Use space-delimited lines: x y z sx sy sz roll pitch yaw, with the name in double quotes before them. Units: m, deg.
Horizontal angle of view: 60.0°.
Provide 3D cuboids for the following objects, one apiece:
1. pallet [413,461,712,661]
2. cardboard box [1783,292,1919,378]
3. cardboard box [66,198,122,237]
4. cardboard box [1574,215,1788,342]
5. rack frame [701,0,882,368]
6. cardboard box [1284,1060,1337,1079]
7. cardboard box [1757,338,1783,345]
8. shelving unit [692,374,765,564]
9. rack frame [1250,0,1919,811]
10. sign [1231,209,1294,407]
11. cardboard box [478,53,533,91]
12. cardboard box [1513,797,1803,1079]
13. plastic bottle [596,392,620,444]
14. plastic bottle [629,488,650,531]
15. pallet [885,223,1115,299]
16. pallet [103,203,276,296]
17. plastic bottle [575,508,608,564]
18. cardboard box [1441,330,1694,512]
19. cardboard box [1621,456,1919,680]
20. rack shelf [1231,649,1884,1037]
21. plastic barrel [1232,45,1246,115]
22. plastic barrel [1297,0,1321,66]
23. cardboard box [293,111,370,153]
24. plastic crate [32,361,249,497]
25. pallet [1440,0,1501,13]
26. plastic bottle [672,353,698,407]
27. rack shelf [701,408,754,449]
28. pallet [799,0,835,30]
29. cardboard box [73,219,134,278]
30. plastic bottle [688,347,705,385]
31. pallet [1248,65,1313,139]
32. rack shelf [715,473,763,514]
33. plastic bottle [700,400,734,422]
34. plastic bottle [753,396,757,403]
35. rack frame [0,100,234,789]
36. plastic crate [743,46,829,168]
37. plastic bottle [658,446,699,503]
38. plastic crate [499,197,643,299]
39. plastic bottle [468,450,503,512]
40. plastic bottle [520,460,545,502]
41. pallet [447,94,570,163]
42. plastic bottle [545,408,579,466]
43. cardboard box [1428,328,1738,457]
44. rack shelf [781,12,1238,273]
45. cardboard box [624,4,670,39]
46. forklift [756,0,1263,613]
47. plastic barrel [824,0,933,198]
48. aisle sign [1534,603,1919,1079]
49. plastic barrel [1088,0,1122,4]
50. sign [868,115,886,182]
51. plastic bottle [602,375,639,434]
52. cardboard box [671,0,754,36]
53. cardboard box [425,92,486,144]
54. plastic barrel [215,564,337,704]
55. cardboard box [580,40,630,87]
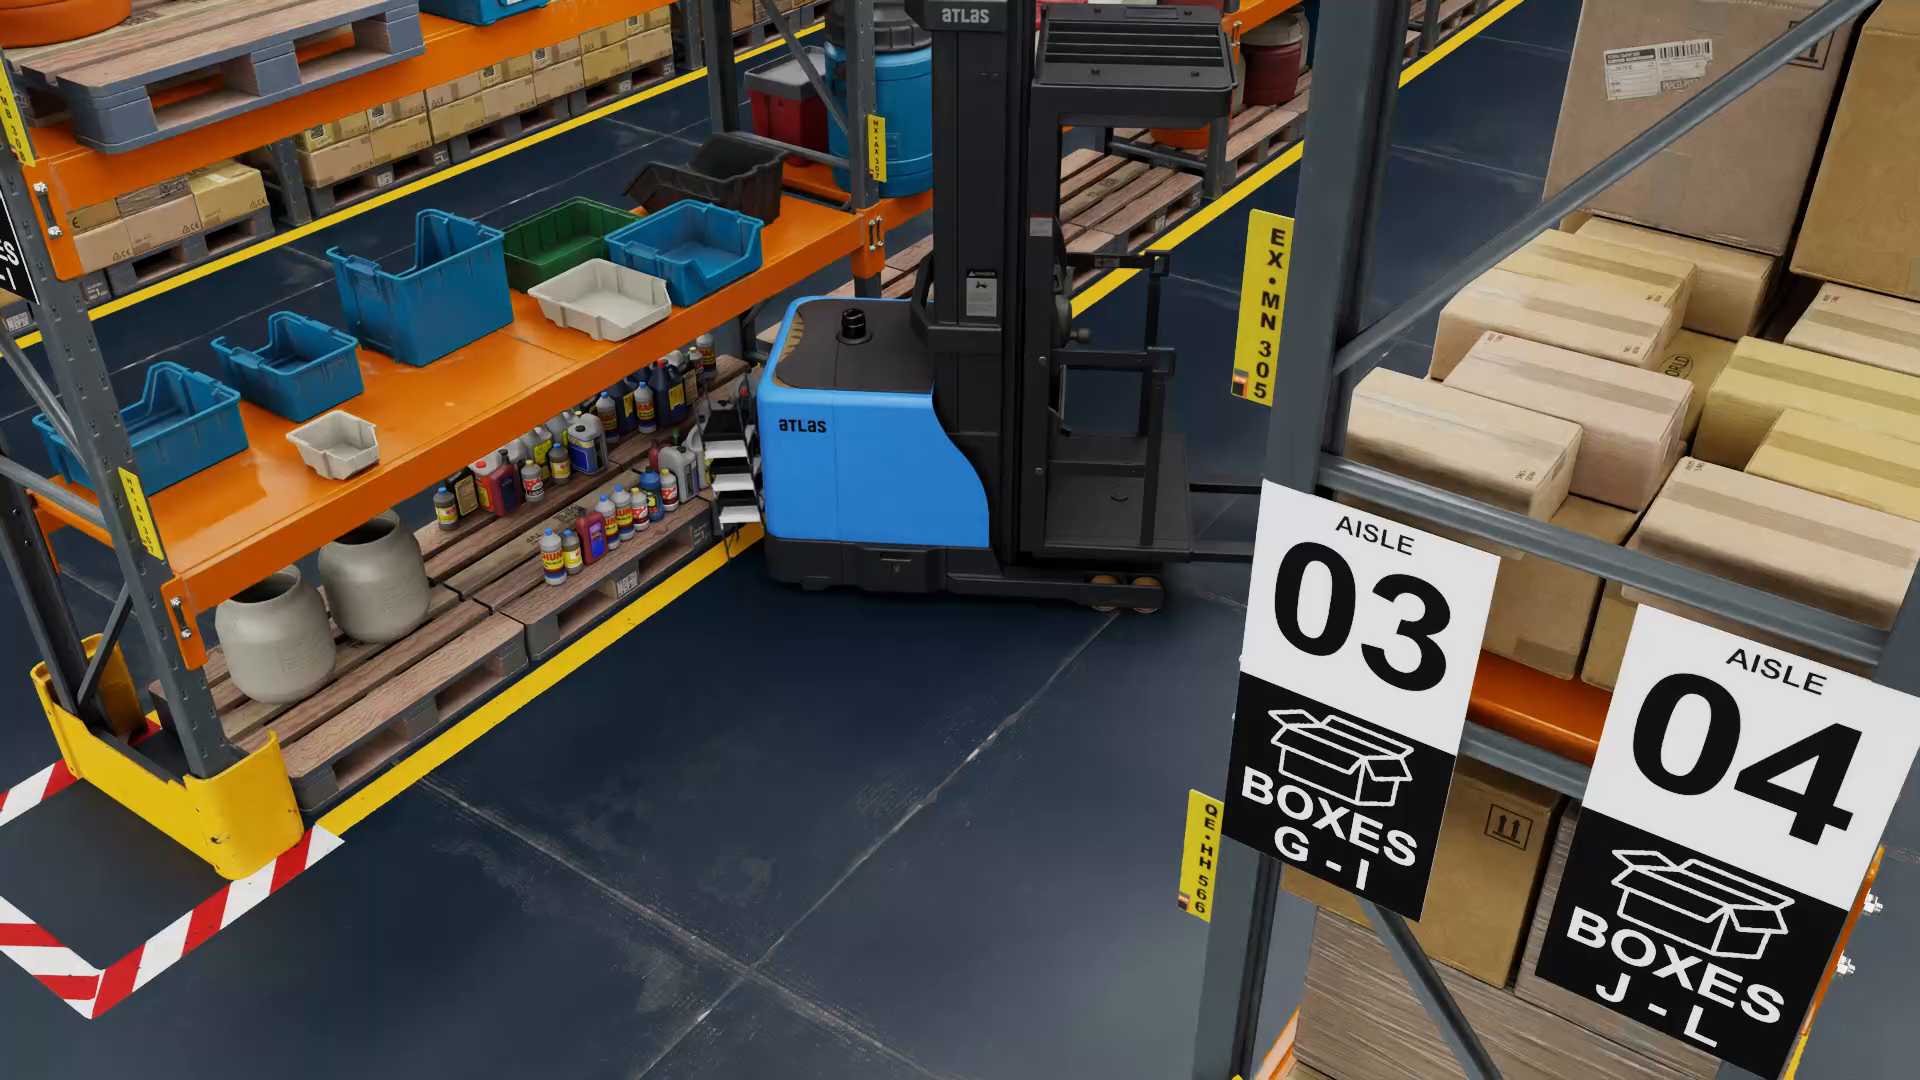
"pallet" -1.965 0.026 8.023 1.003 0.211 1.213 21 39 28
"cardboard box" 1.766 -0.311 3.132 0.380 0.149 0.250 23 40 30
"cardboard box" -5.581 -2.177 10.202 0.500 0.500 0.500 21 39 28
"cardboard box" 1.515 -0.579 3.529 0.380 0.149 0.250 22 40 29
"rack frame" -0.853 -1.988 8.513 1.000 3.000 0.127 21 39 28
"cardboard box" 0.928 1.341 3.813 0.380 0.149 0.250 21 39 28
"cardboard box" 1.712 -0.125 3.213 0.500 0.250 0.500 20 39 27
"shelving unit" -1.059 -0.329 7.917 0.210 0.900 0.258 -3 34 7
"rack frame" 0.935 -1.051 1.771 1.000 3.000 0.127 21 39 28
"sign" 0.491 -0.361 2.639 0.100 0.325 0.005 21 39 28
"cardboard box" -3.604 -3.658 12.561 0.500 0.311 0.500 22 40 29
"cardboard box" 1.473 0.689 3.305 0.500 0.500 0.500 21 39 28
"plastic bottle" -1.815 -0.635 8.554 0.097 0.271 0.097 0 34 0
"plastic bottle" -1.535 -0.155 7.907 0.097 0.201 0.097 0 34 0
"pallet" 0.258 -1.771 10.680 1.003 0.211 1.213 21 39 28
"pallet" -5.408 -2.065 11.115 1.003 0.211 1.213 21 39 28
"plastic bottle" -1.700 -0.038 7.660 0.061 0.283 0.133 22 40 29
"cardboard box" 1.082 -0.221 2.999 0.380 0.149 0.250 20 39 27
"cardboard box" 1.282 0.036 2.620 0.380 0.149 0.250 21 39 28
"rack shelf" 2.076 -0.431 4.174 1.077 0.370 4.000 21 39 28
"plastic barrel" 1.942 -3.492 12.582 0.421 0.512 0.421 0 34 0
"plastic barrel" 2.981 -4.404 13.583 0.600 0.901 0.708 21 39 28
"cardboard box" -4.480 -2.950 11.514 0.500 0.311 0.500 21 40 28
"plastic crate" -3.094 -0.412 6.314 0.499 0.251 0.616 21 39 28
"pallet" 4.791 -5.430 16.090 1.003 0.211 1.213 21 39 28
"plastic bottle" -1.469 -0.848 8.858 0.061 0.283 0.133 21 39 28
"rack shelf" -1.085 -0.525 7.787 0.200 0.077 0.258 -3 34 7
"pallet" -1.486 -5.149 15.675 1.003 0.211 1.213 21 39 28
"cardboard box" -5.571 -1.862 10.406 0.500 0.250 0.500 21 39 28
"plastic bottle" -1.452 -0.958 9.094 0.097 0.201 0.097 0 34 0
"pallet" 2.540 -3.609 13.399 1.003 0.211 1.213 21 39 28
"rack shelf" -1.046 -0.227 7.985 0.200 0.077 0.258 -3 34 7
"plastic bottle" -1.229 -0.601 8.500 0.152 0.276 0.135 21 39 28
"plastic bottle" -0.983 -0.685 8.557 0.144 0.351 0.185 20 39 27
"rack frame" -3.133 -0.148 5.791 1.000 3.000 0.127 21 39 28
"plastic crate" -0.828 -2.336 8.969 0.402 0.464 0.583 21 39 28
"plastic bottle" -1.373 -0.344 8.119 0.152 0.276 0.135 22 40 29
"plastic crate" -1.859 -1.366 7.782 0.450 0.188 0.662 21 39 28
"plastic bottle" -2.280 -0.294 8.046 0.152 0.276 0.135 22 40 29
"plastic bottle" -2.088 -0.296 8.115 0.097 0.201 0.097 0 34 0
"pallet" -3.837 -3.333 12.990 1.003 0.211 1.213 21 39 28
"plastic bottle" -2.004 -0.552 8.361 0.144 0.351 0.185 21 39 28
"cardboard box" 1.284 -0.280 3.442 0.500 0.250 0.500 22 40 28
"rack shelf" 0.288 -2.611 10.075 1.077 0.370 4.000 21 39 28
"cardboard box" -2.735 -4.361 13.600 0.500 0.311 0.500 22 40 29
"forklift" 0.625 -1.186 7.387 3.031 2.935 1.130 3 34 4
"plastic barrel" -0.384 -2.277 8.492 0.600 0.901 0.708 21 39 28
"aisle sign" 1.147 0.482 2.539 0.394 0.787 0.004 21 39 28
"plastic barrel" 0.777 -3.140 10.116 0.421 0.512 0.421 0 34 0
"sign" -0.407 -1.922 8.168 0.100 0.325 0.005 21 39 28
"plastic bottle" -1.761 -0.748 8.650 0.144 0.351 0.185 20 39 26
"cardboard box" -2.145 -4.678 14.329 0.500 0.500 0.500 23 40 30
"cardboard box" -3.901 -3.188 12.366 0.500 0.250 0.500 20 39 27
"plastic barrel" -2.821 0.382 6.854 0.421 0.512 0.421 0 34 0
"cardboard box" -3.030 -3.890 13.404 0.500 0.250 0.500 21 39 28
